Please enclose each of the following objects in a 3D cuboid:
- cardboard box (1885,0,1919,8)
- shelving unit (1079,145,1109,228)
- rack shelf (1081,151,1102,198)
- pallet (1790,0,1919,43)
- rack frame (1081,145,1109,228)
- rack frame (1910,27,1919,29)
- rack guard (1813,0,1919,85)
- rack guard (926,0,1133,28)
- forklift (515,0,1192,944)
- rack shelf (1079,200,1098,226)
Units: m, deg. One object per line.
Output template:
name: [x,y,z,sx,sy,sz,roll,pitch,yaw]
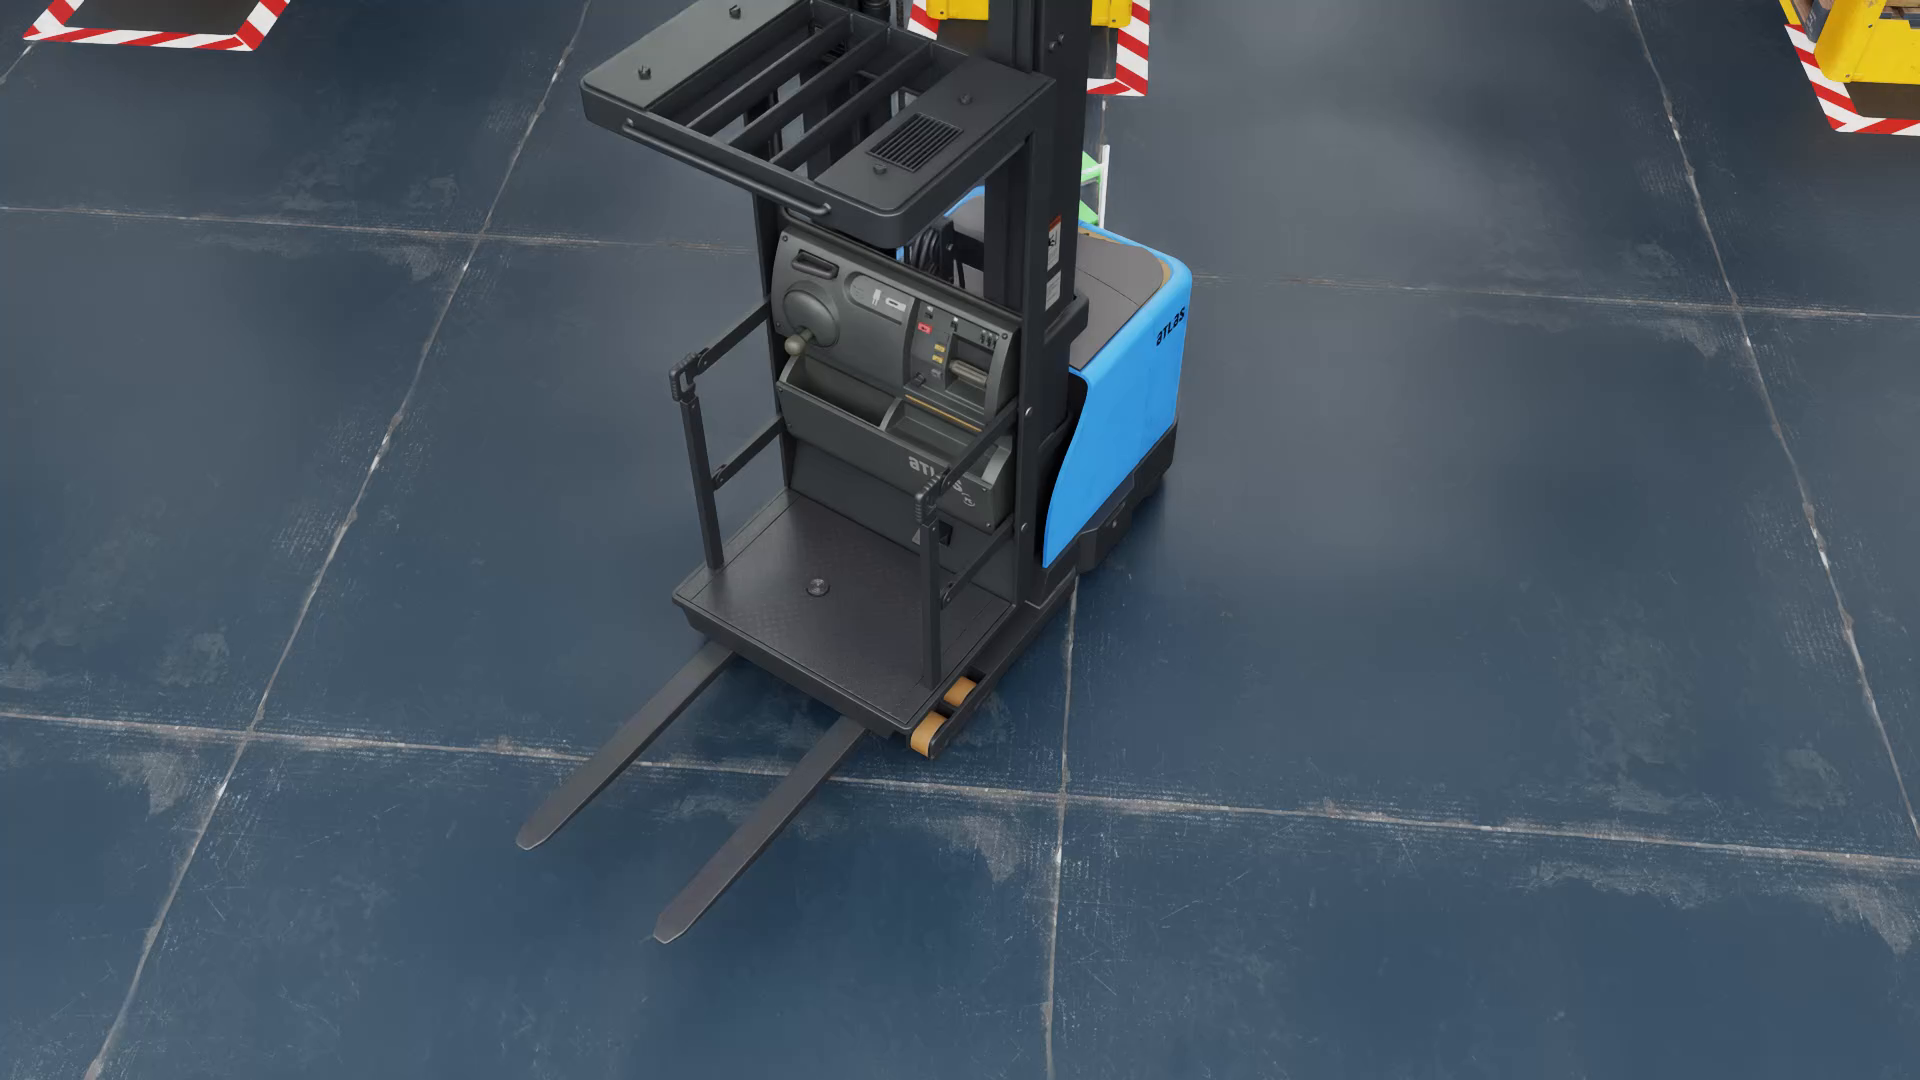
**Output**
cardboard box: [5.318,-3.544,9.140,0.875,0.875,0.875,4,48,4]
shelving unit: [0.356,-1.261,7.116,0.258,1.200,0.503,-25,52,-21]
rack shelf: [0.356,-1.542,6.809,0.258,0.148,0.480,-25,52,-21]
pallet: [5.317,-3.269,9.623,1.003,0.211,1.213,4,48,4]
rack frame: [0.486,-1.108,6.977,0.240,1.200,0.015,-25,52,-21]
rack frame: [5.322,-3.617,8.051,1.000,3.000,0.127,4,48,4]
rack guard: [5.320,-2.756,8.958,1.175,0.500,0.348,4,48,4]
rack guard: [0.399,-3.237,9.398,1.175,0.500,0.348,4,48,4]
forklift: [-0.354,-0.610,5.347,1.130,2.935,3.031,27,53,23]
rack shelf: [0.356,-1.380,6.986,0.258,0.148,0.480,-25,52,-21]
